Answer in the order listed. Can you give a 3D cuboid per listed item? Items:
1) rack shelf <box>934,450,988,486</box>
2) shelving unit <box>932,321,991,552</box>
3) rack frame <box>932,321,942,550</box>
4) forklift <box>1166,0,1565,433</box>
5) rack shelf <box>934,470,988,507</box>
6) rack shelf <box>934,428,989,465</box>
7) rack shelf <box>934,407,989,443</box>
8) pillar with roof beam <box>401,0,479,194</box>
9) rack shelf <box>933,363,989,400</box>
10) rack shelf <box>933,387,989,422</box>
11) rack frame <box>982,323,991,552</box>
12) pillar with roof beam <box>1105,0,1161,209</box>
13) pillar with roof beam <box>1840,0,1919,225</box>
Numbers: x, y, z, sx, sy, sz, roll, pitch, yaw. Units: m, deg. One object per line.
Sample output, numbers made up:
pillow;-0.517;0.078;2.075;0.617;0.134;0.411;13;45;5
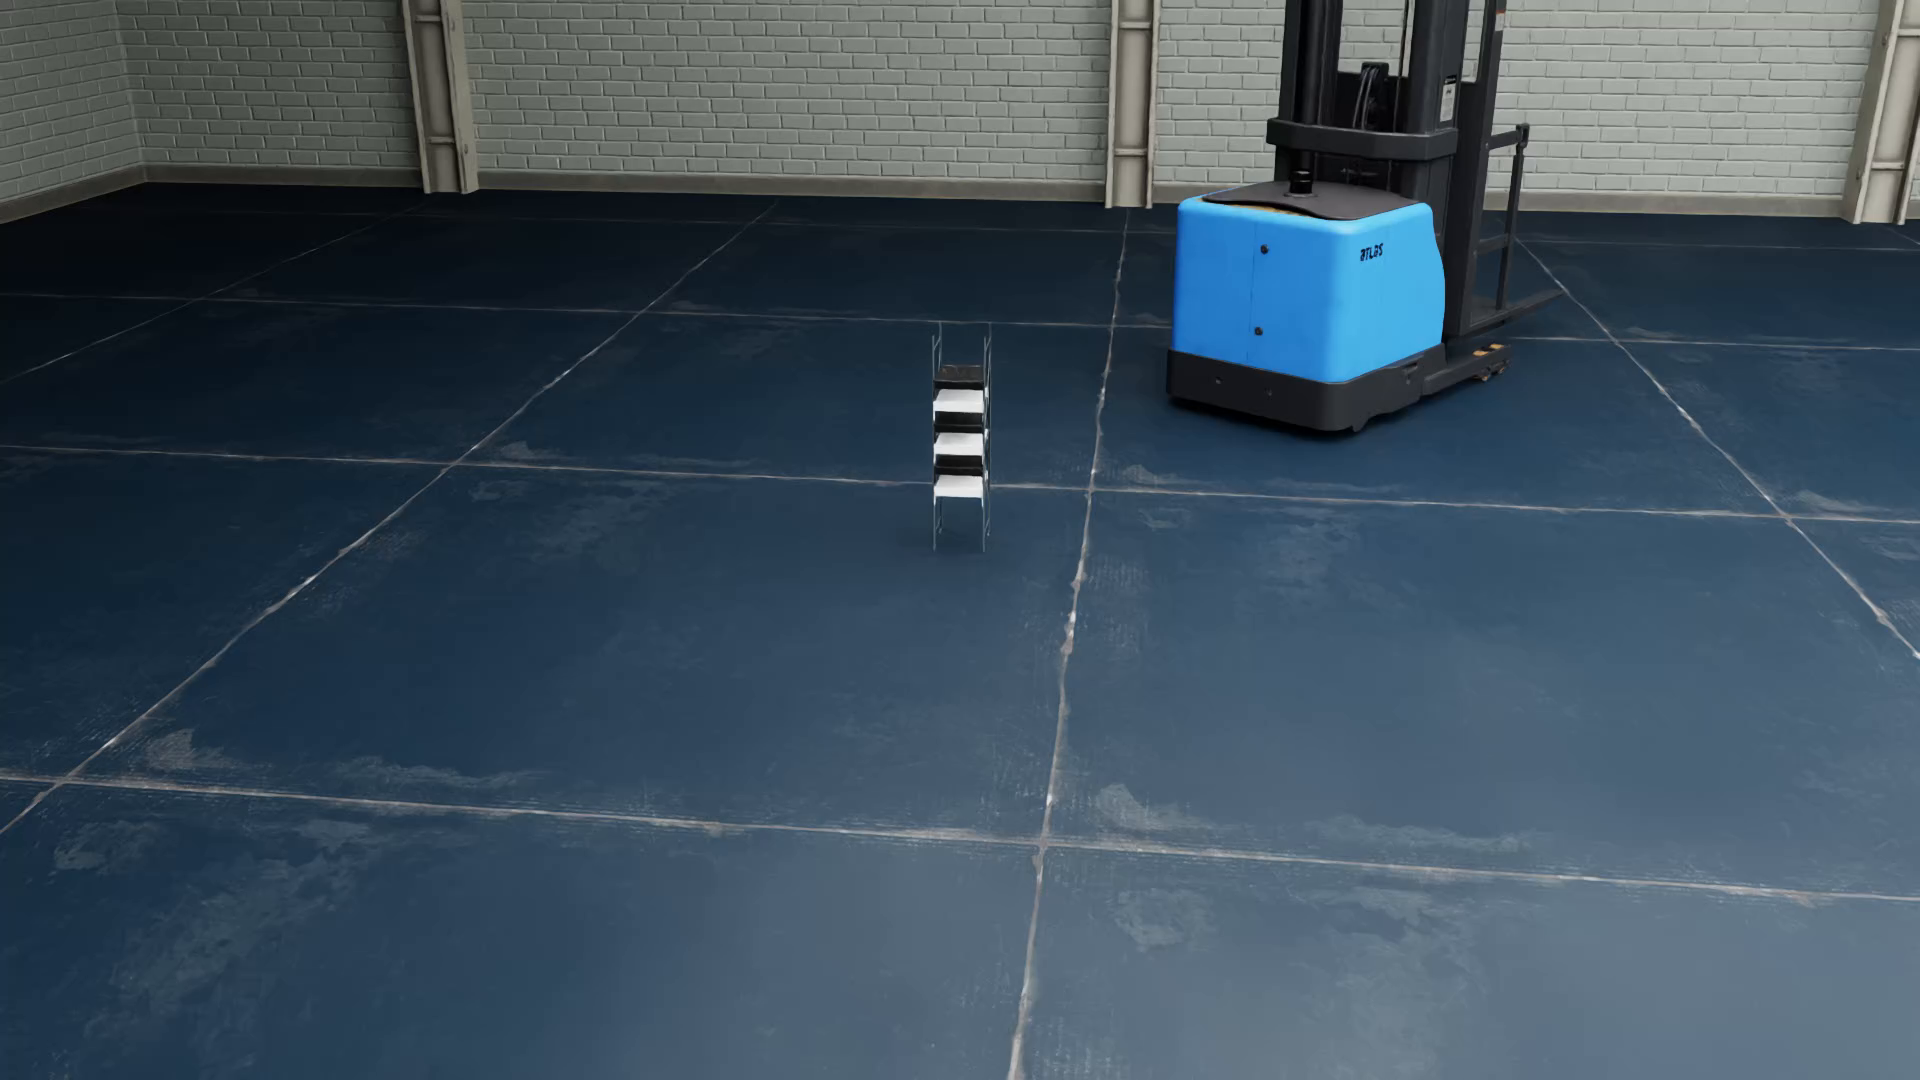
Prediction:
rack shelf;0.008;-0.303;6.819;0.200;0.077;0.258;2;22;6
shelving unit;0.008;-0.418;6.773;0.210;0.900;0.258;2;22;6
rack frame;-0.093;-0.423;6.785;0.006;0.900;0.240;2;22;6
forklift;2.441;-2.351;8.900;1.130;2.935;3.031;18;28;39
rack shelf;0.008;-0.220;6.852;0.200;0.077;0.258;2;22;6
rack shelf;0.008;-0.387;6.786;0.200;0.077;0.258;2;22;6
rack shelf;0.008;-0.471;6.753;0.200;0.077;0.258;2;22;6
pillar with roof beam;-5.028;-5.723;9.177;0.400;9.000;9.100;2;22;6
rack shelf;0.008;-0.638;6.686;0.200;0.077;0.258;2;22;6
rack shelf;0.008;-0.555;6.720;0.200;0.077;0.258;2;22;6
rack frame;0.109;-0.414;6.762;0.006;0.900;0.240;2;22;6
pillar with roof beam;0.930;-5.464;8.520;0.400;9.000;9.100;2;22;6
pillar with roof beam;6.888;-5.204;7.864;0.400;9.000;9.100;2;22;6
